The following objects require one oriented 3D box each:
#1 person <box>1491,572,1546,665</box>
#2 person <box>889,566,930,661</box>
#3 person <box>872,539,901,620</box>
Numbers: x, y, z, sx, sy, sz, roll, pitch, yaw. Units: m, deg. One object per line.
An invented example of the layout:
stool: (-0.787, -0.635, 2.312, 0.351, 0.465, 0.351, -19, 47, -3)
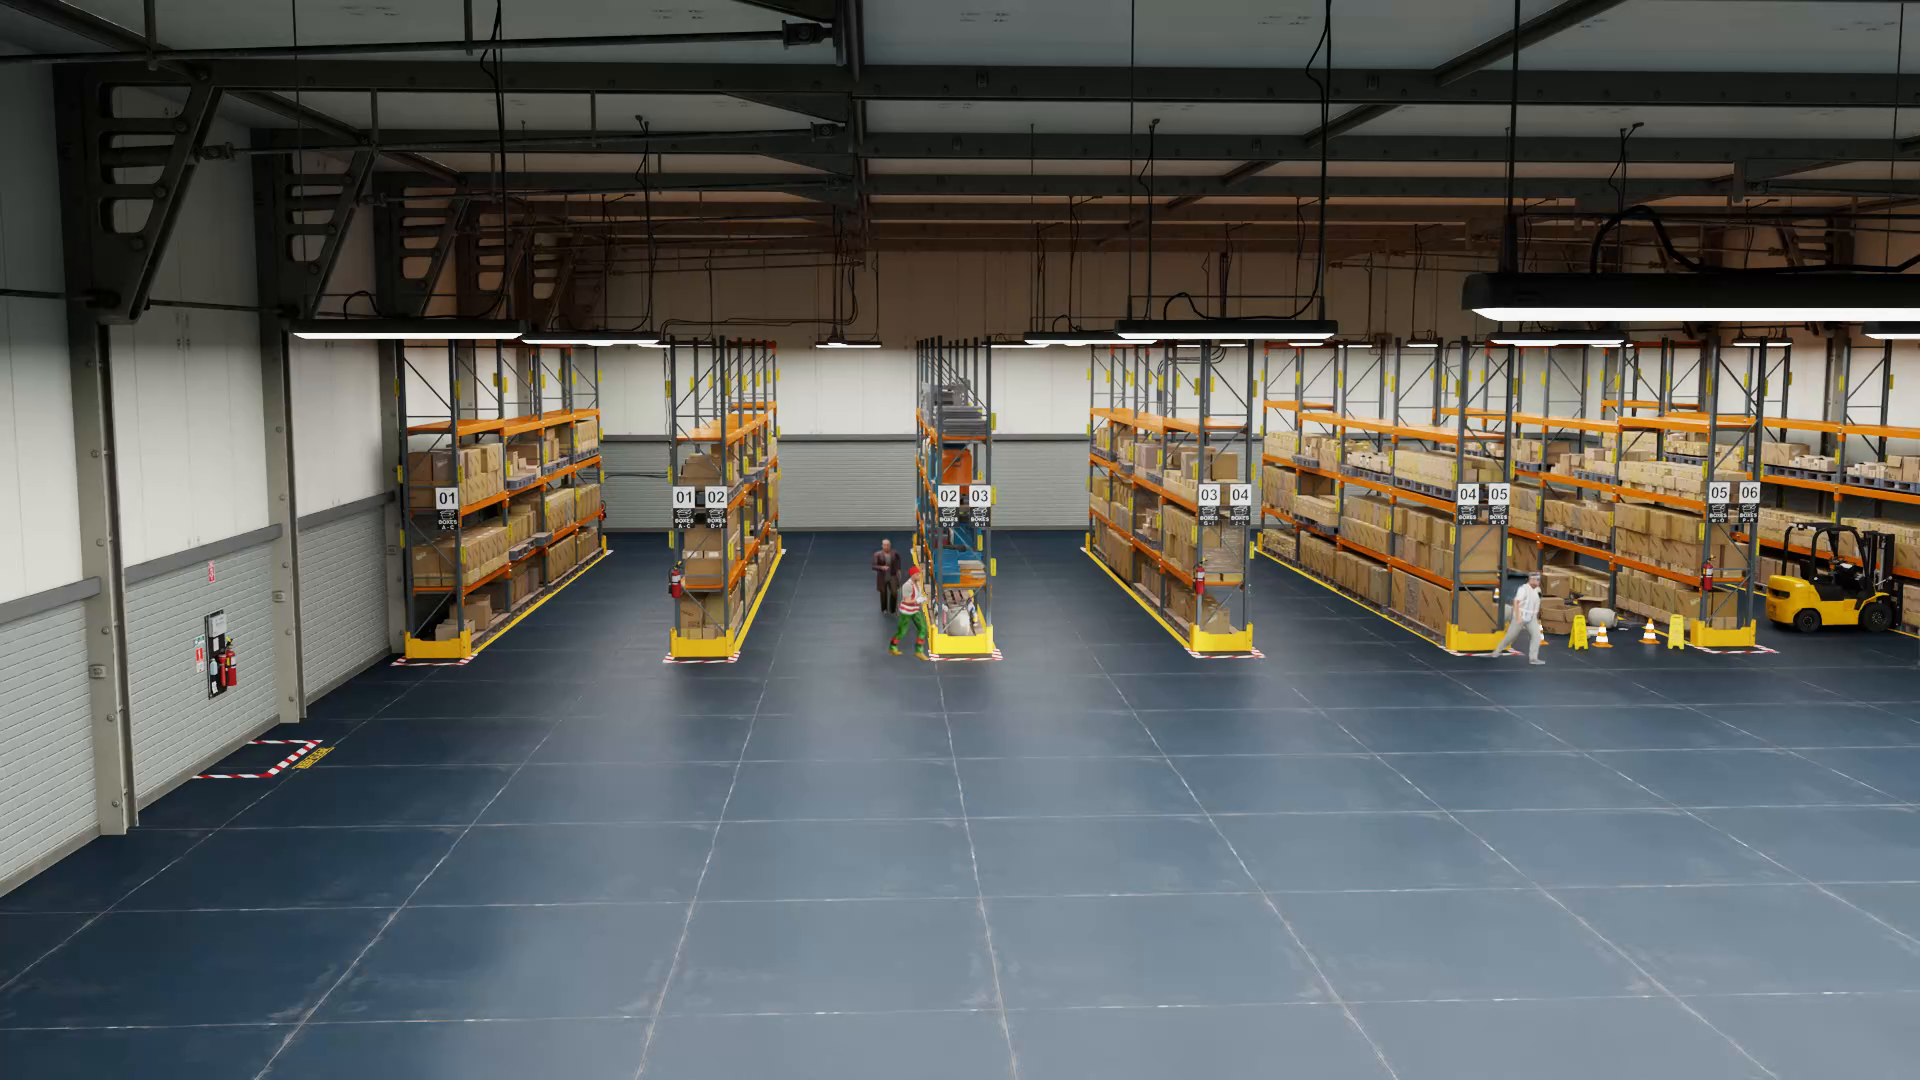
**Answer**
person: (10.303, 1.405, 30.515, 0.672, 1.694, 1.007, -3, 7, -25)
person: (-0.932, 1.353, 30.773, 0.953, 1.770, 0.677, 5, 8, 38)
person: (-1.563, 0.832, 35.487, 0.641, 1.728, 1.027, -1, 7, -5)
